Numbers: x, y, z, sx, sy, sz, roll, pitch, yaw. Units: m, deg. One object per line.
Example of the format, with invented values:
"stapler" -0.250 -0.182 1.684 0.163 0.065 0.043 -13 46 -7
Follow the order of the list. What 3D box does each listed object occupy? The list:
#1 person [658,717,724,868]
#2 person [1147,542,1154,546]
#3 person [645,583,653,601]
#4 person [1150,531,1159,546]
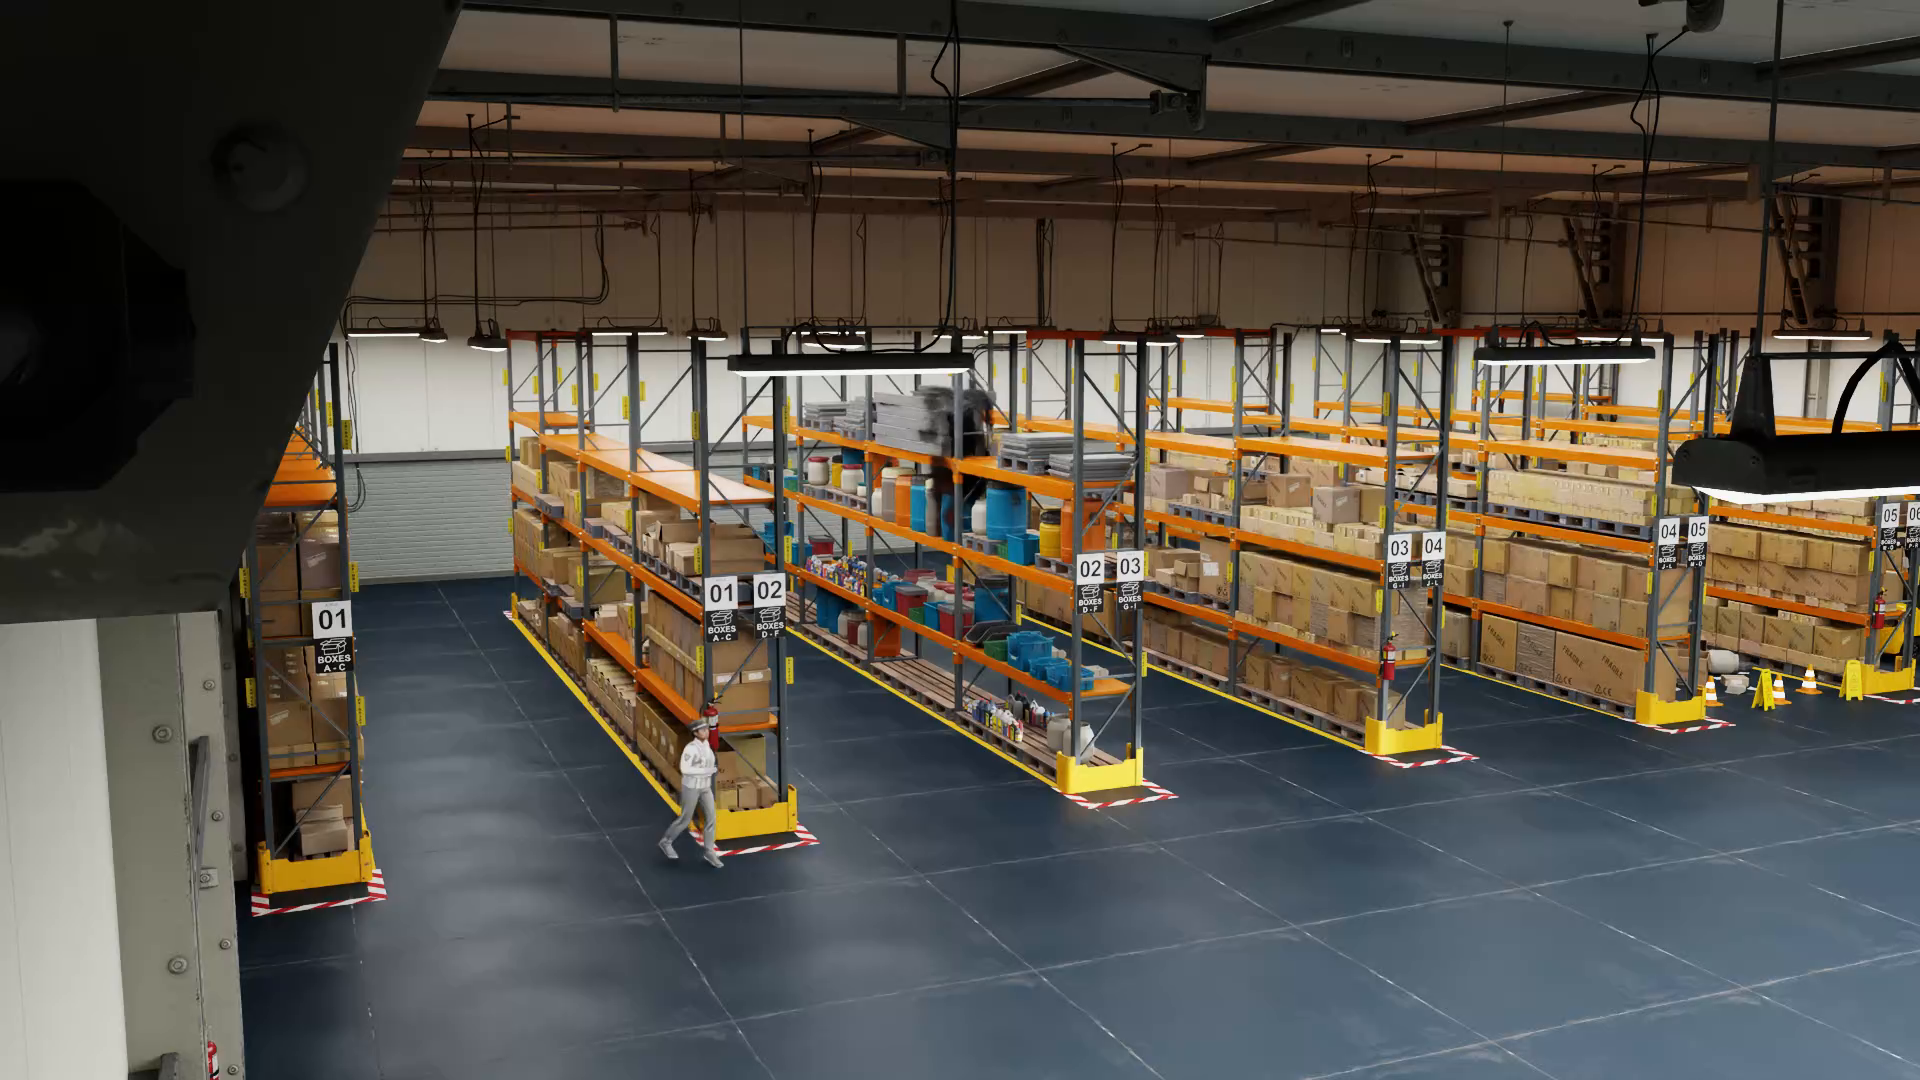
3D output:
"person" -3.061 2.889 19.234 0.830 1.731 0.622 4 9 26
"person" 3.951 0.844 34.574 0.604 1.595 0.572 -4 9 -28
"person" -6.357 0.848 33.954 0.660 1.740 0.600 -5 9 -30
"person" 5.022 -0.213 41.921 0.701 1.700 0.754 4 9 25
